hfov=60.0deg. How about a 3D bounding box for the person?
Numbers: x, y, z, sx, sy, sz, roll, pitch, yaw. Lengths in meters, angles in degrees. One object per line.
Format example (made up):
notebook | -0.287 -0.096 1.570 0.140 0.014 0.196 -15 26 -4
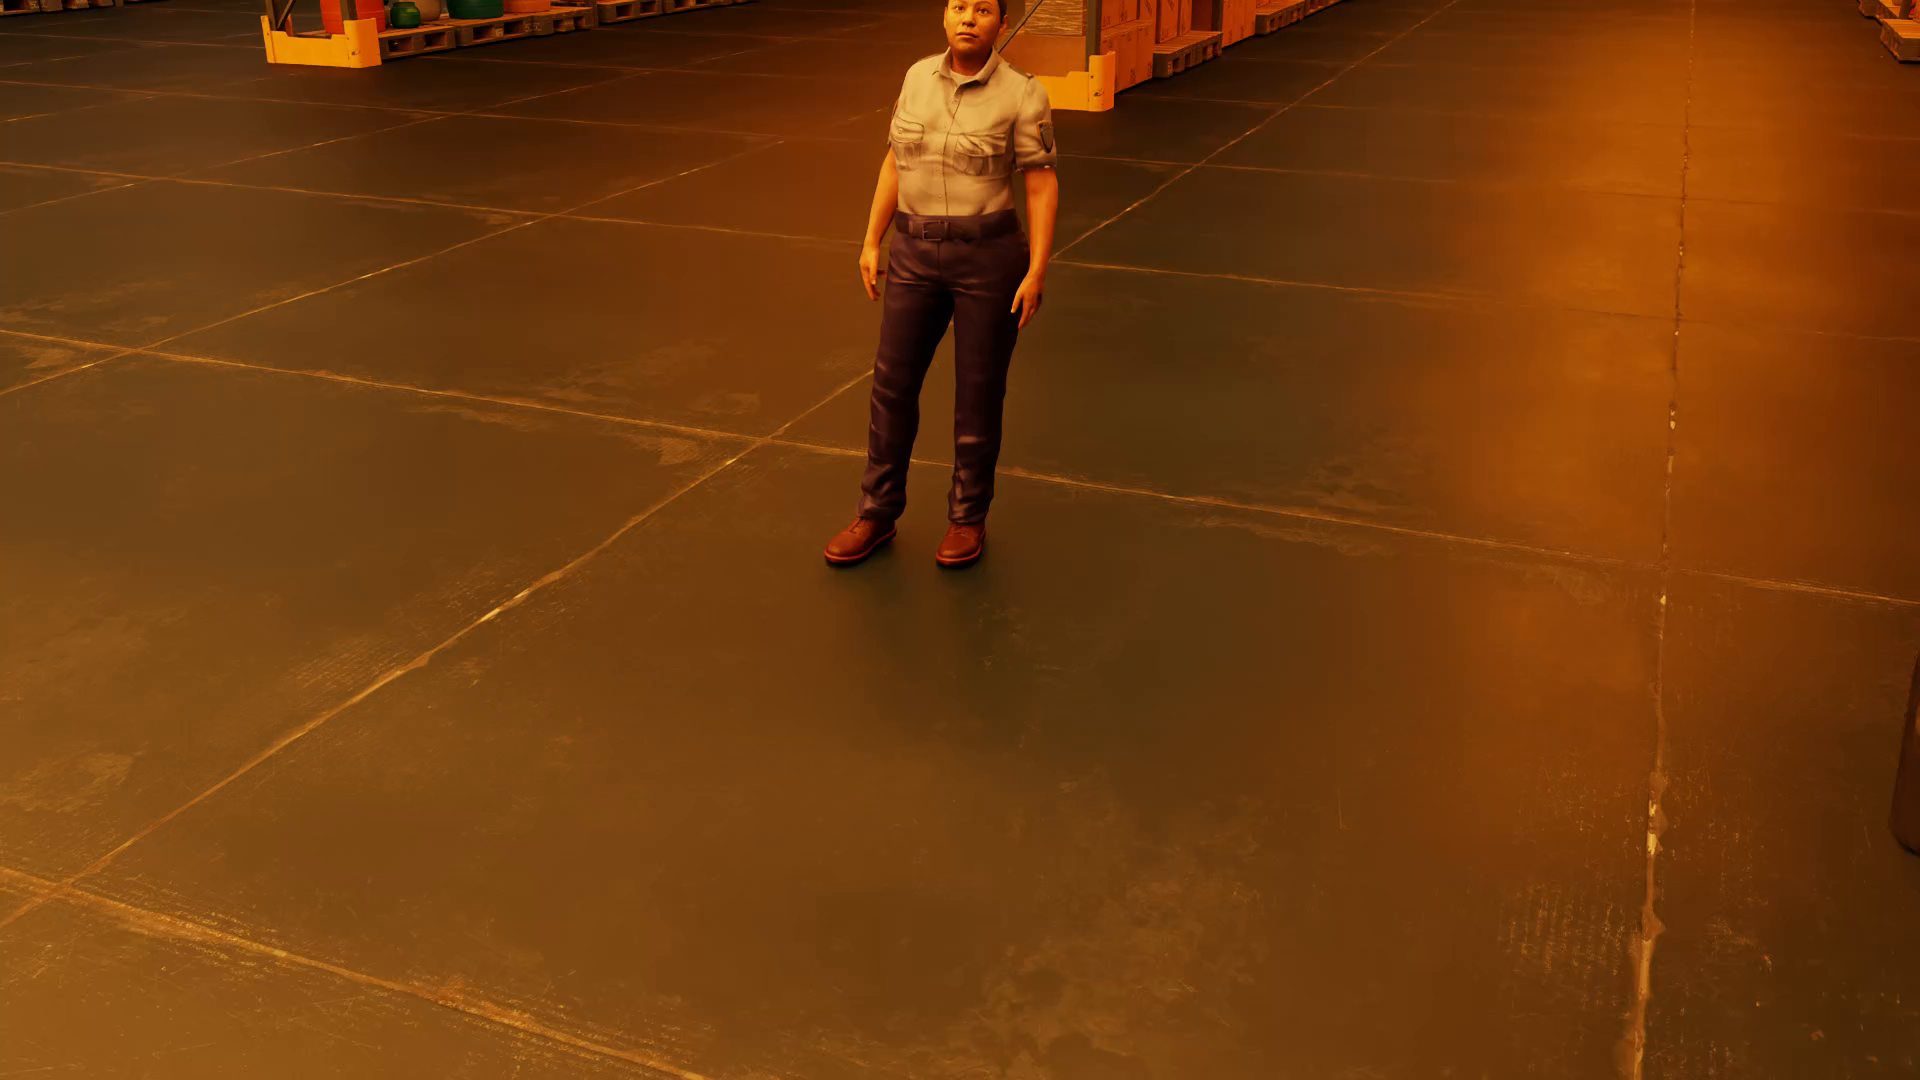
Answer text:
person | -0.055 -0.738 4.704 0.599 1.650 0.503 9 24 21

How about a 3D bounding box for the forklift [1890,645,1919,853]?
forklift | 3.462 -0.528 2.556 3.031 2.935 1.130 13 26 28
